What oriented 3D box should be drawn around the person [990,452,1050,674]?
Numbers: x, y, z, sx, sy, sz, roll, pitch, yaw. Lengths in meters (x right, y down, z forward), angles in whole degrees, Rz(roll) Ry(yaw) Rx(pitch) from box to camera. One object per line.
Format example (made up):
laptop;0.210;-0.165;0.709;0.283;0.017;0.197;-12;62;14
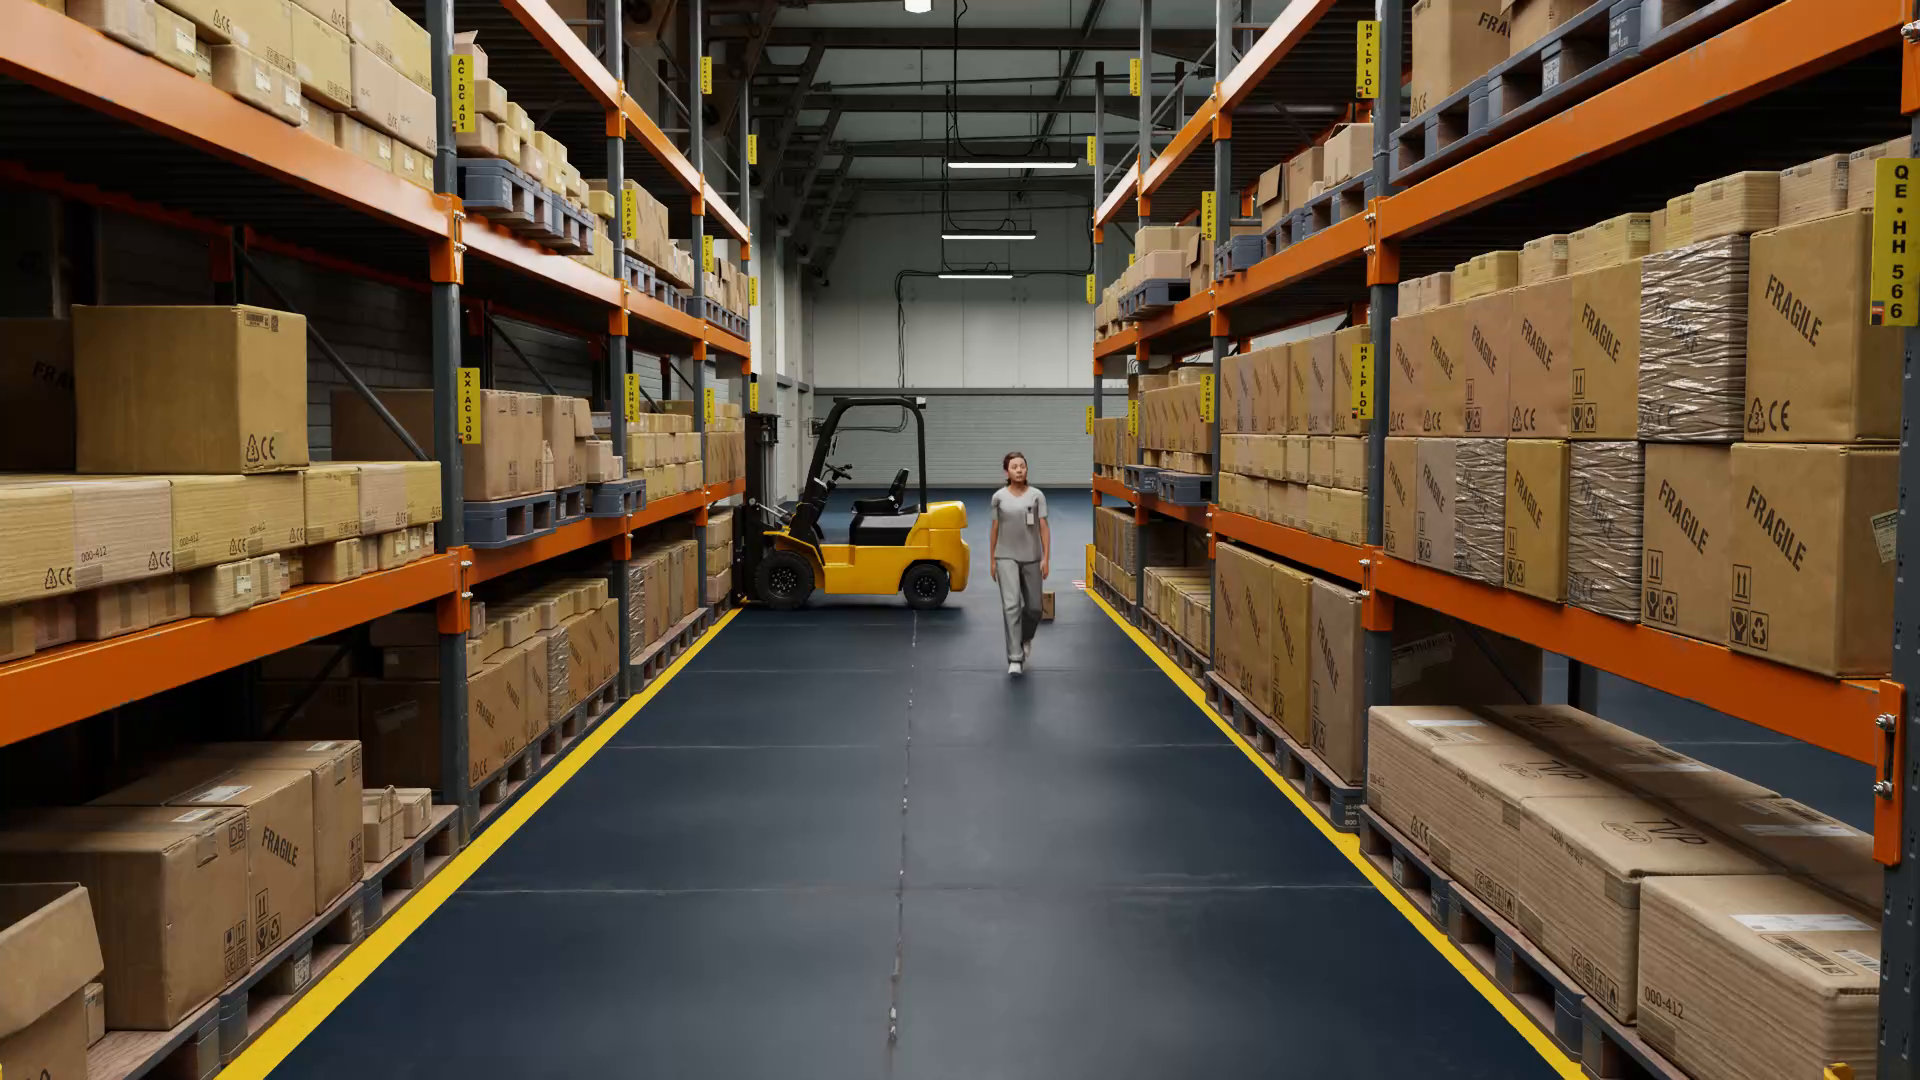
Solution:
person;0.450;0.155;12.544;0.451;1.639;0.840;0;4;-2
